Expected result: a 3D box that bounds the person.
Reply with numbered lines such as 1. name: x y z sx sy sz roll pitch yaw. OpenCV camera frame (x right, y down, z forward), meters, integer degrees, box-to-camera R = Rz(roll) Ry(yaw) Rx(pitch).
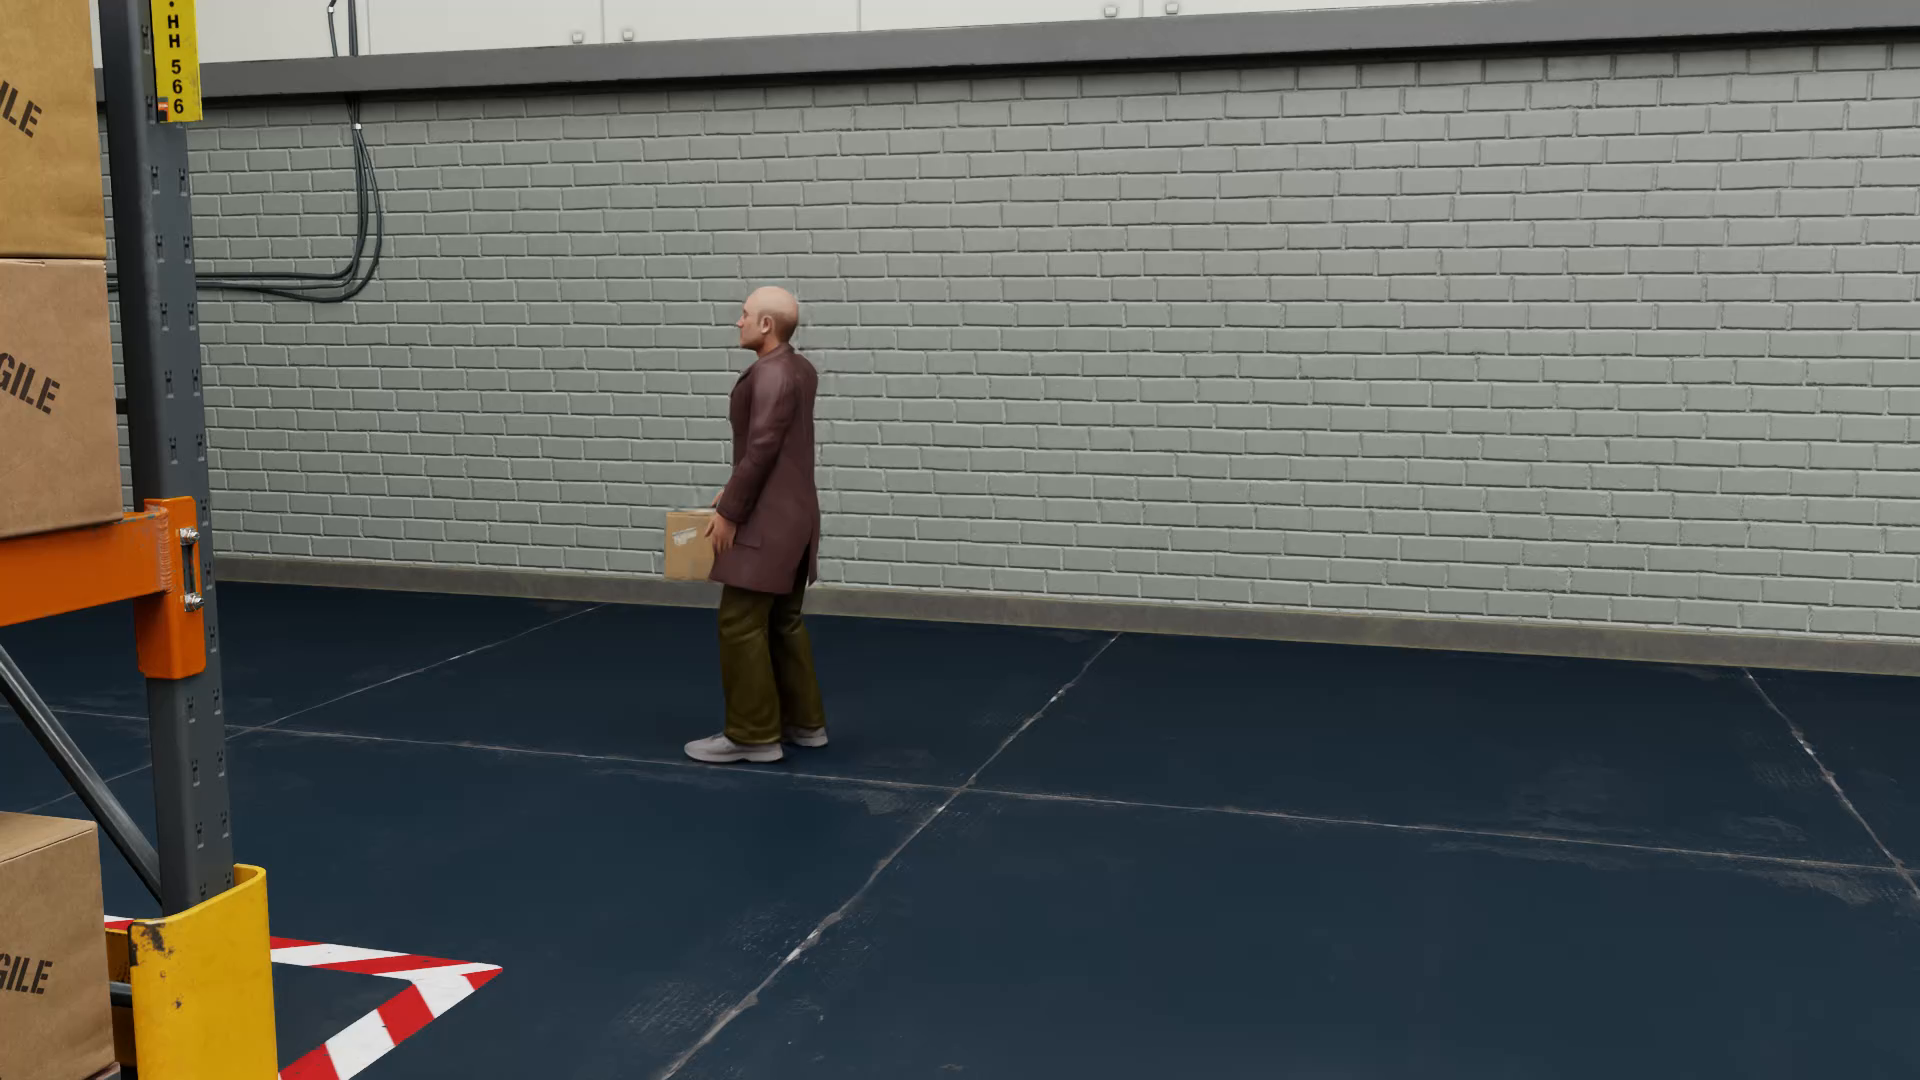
1. person: -0.779 -0.059 6.281 0.490 1.779 0.626 1 8 9
